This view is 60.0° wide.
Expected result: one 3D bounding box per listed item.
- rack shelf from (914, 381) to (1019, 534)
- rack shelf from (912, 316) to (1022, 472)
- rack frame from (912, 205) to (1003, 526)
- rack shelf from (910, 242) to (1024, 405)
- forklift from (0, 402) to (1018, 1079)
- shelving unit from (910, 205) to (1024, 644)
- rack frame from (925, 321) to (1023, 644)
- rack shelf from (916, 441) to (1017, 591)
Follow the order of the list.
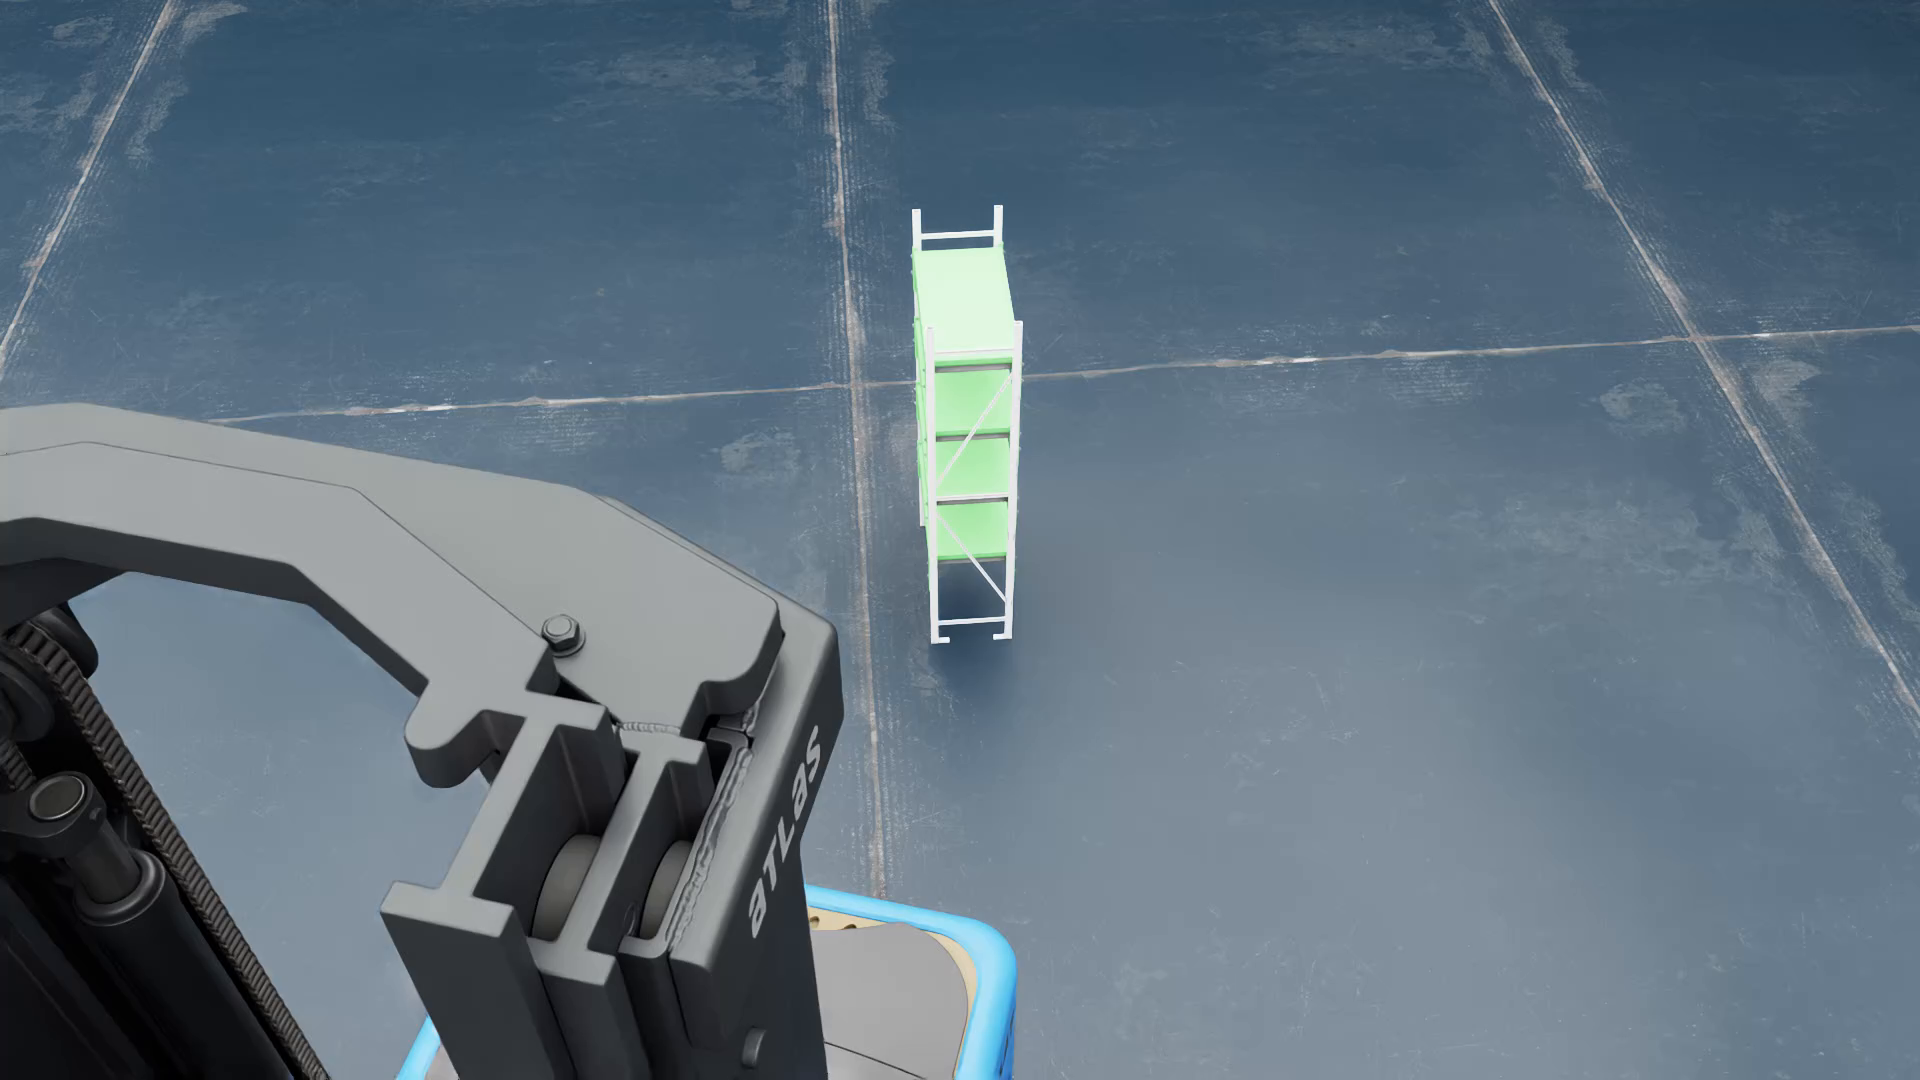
[{"bbox_3d":[0.014,-0.249,4.747,0.258,0.148,0.480,-3,47,-3],"label":"rack shelf"},{"bbox_3d":[0.014,-0.414,4.573,0.258,0.148,0.480,-3,47,-3],"label":"rack shelf"},{"bbox_3d":[-0.007,-0.469,4.868,0.240,1.200,0.015,-3,47,-3],"label":"rack frame"},{"bbox_3d":[0.014,-0.579,4.399,0.258,0.148,0.480,-3,47,-3],"label":"rack shelf"},{"bbox_3d":[-0.715,1.416,1.890,1.130,2.935,3.031,10,47,9],"label":"forklift"},{"bbox_3d":[0.014,-0.293,4.701,0.258,1.200,0.503,-3,47,-3],"label":"shelving unit"},{"bbox_3d":[0.034,-0.116,4.534,0.240,1.200,0.015,-3,47,-3],"label":"rack frame"},{"bbox_3d":[0.014,-0.084,4.922,0.258,0.148,0.480,-3,47,-3],"label":"rack shelf"}]
